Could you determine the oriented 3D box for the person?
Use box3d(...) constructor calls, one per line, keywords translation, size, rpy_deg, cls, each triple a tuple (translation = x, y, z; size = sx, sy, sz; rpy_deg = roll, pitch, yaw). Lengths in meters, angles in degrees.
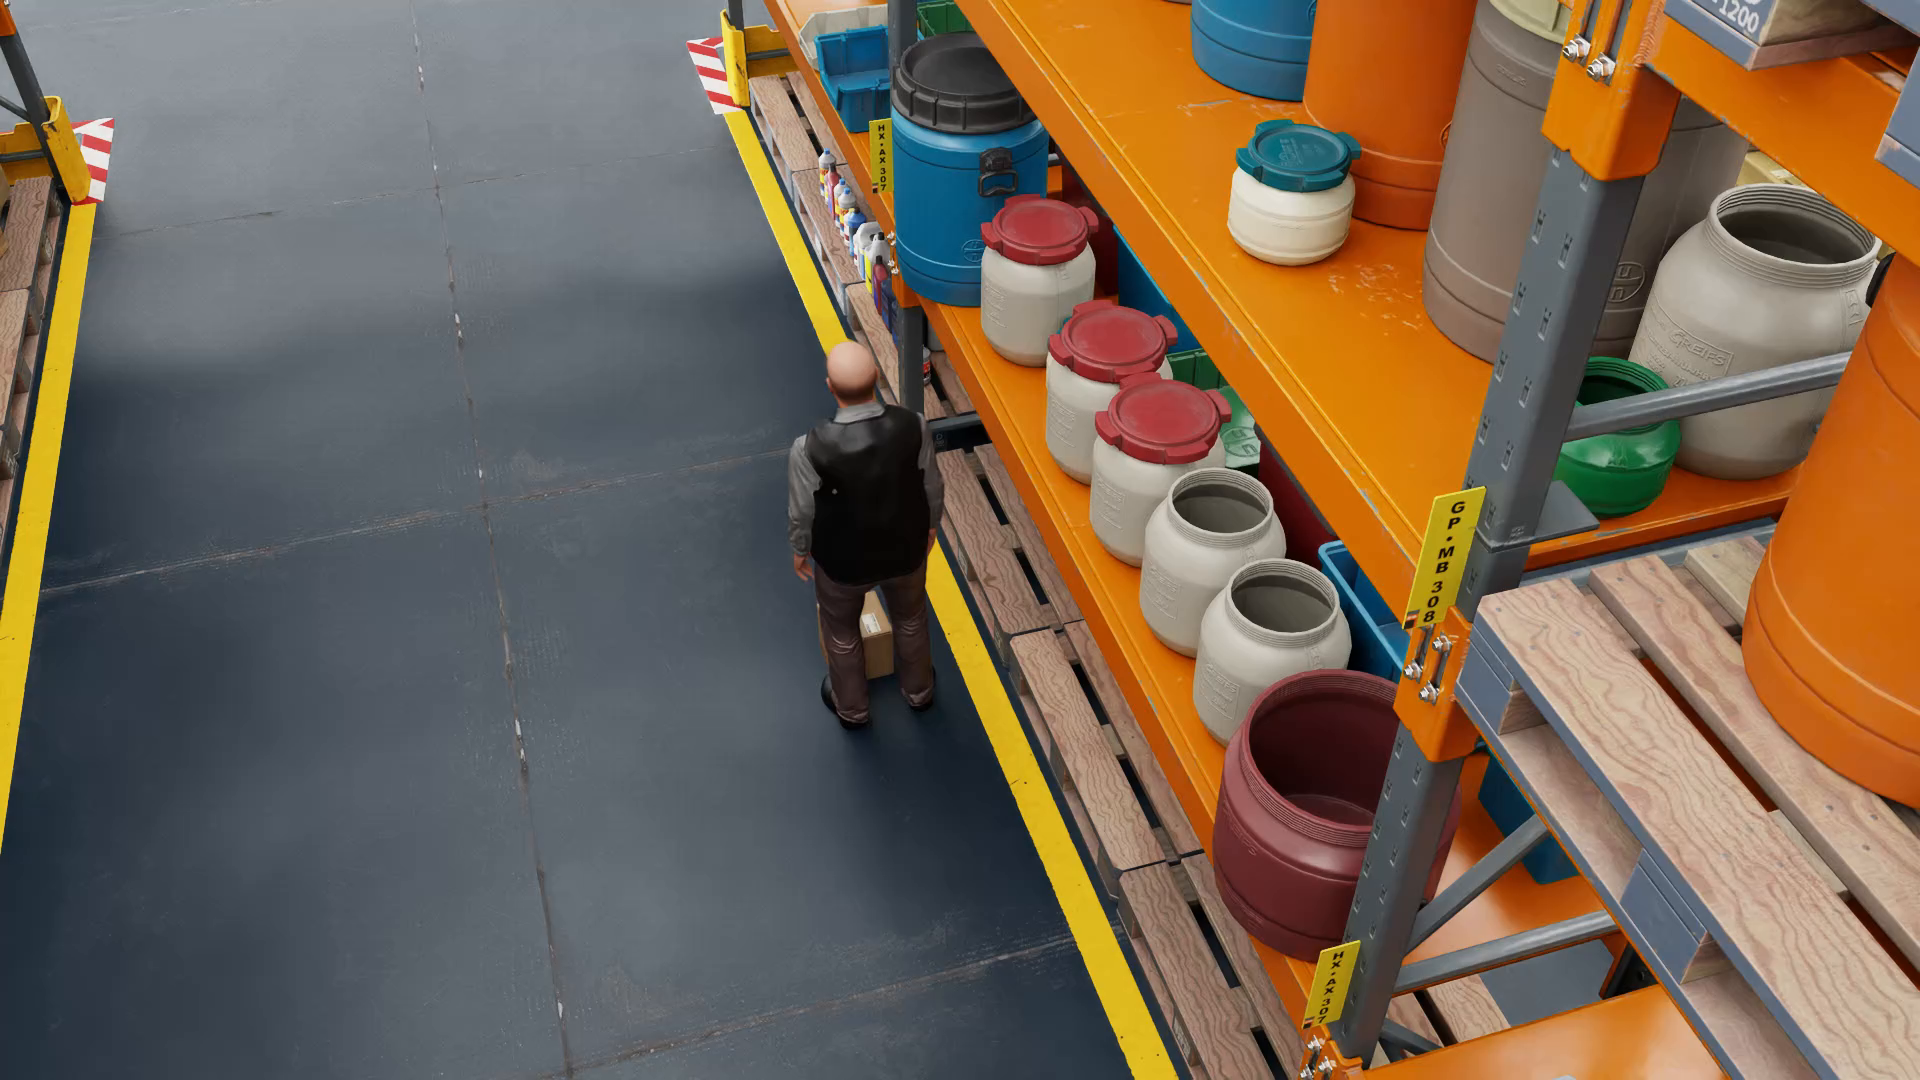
box3d(translation=(-0.334, 0.035, 6.138), size=(0.580, 1.721, 0.416), rpy_deg=(-12, 43, -13), cls="person")
